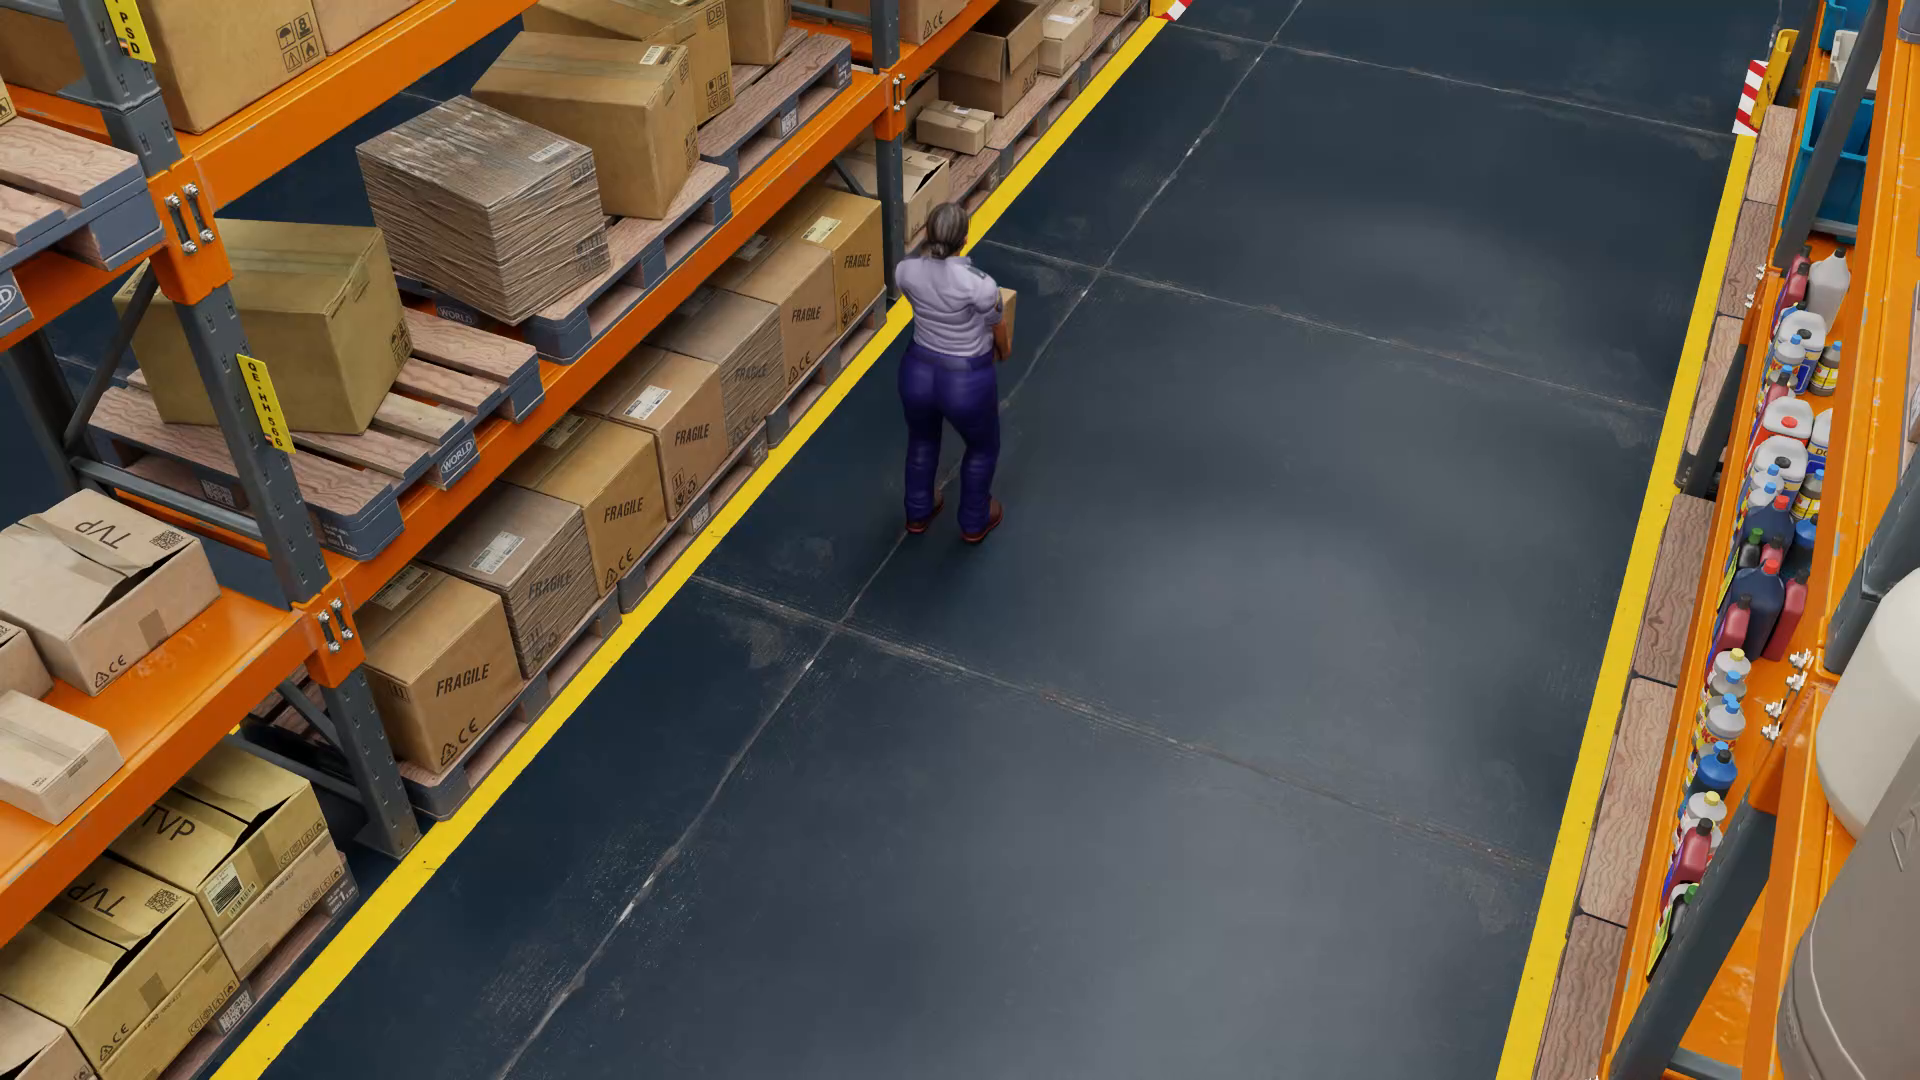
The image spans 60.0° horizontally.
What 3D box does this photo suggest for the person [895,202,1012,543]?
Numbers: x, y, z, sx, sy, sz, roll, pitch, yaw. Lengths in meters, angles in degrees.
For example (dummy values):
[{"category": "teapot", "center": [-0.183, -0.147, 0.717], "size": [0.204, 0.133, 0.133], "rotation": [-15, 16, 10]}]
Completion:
[{"category": "person", "center": [-0.014, -0.714, 6.976], "size": [0.434, 1.632, 0.499], "rotation": [17, 45, 18]}]
